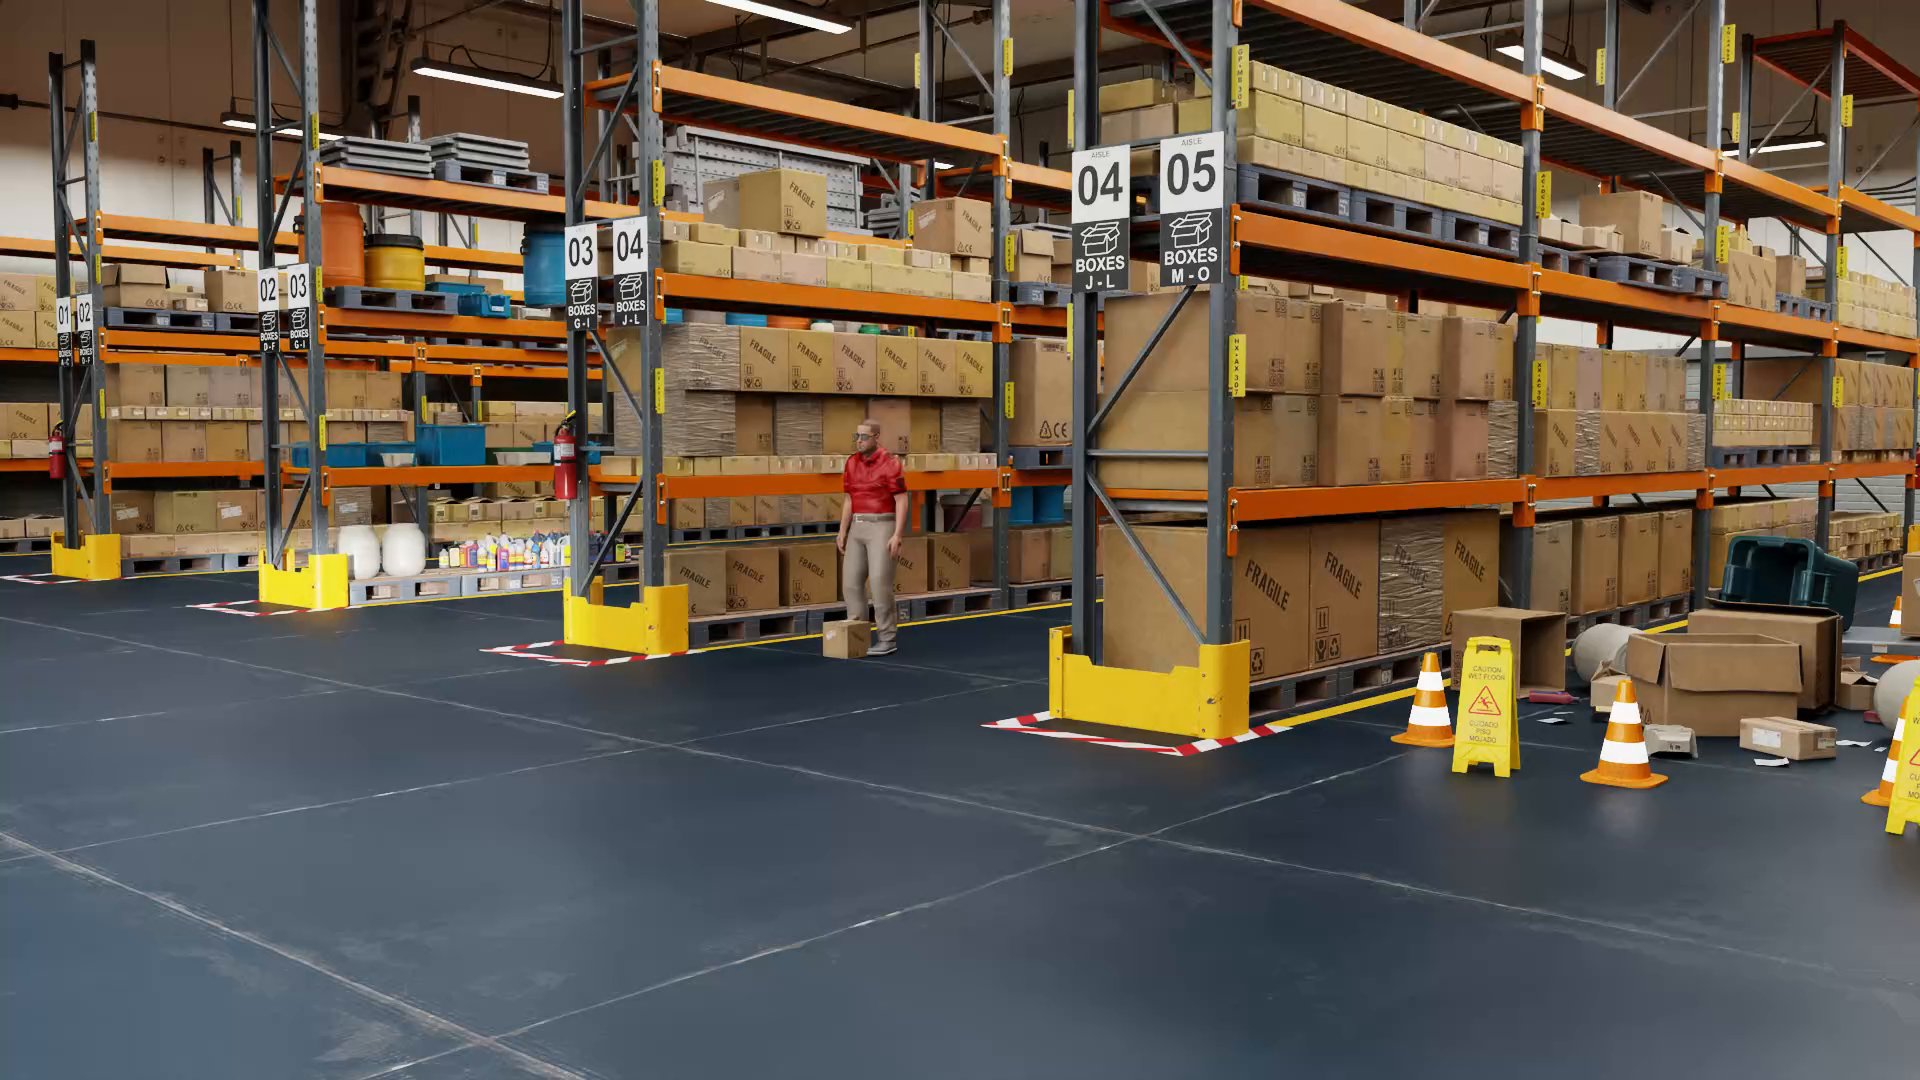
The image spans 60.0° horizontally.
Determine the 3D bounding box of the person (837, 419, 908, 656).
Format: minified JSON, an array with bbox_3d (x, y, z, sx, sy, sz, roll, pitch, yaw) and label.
[{"bbox_3d":[-0.656,-0.027,12.274,0.606,1.727,0.389,3,4,38],"label":"person"}]
